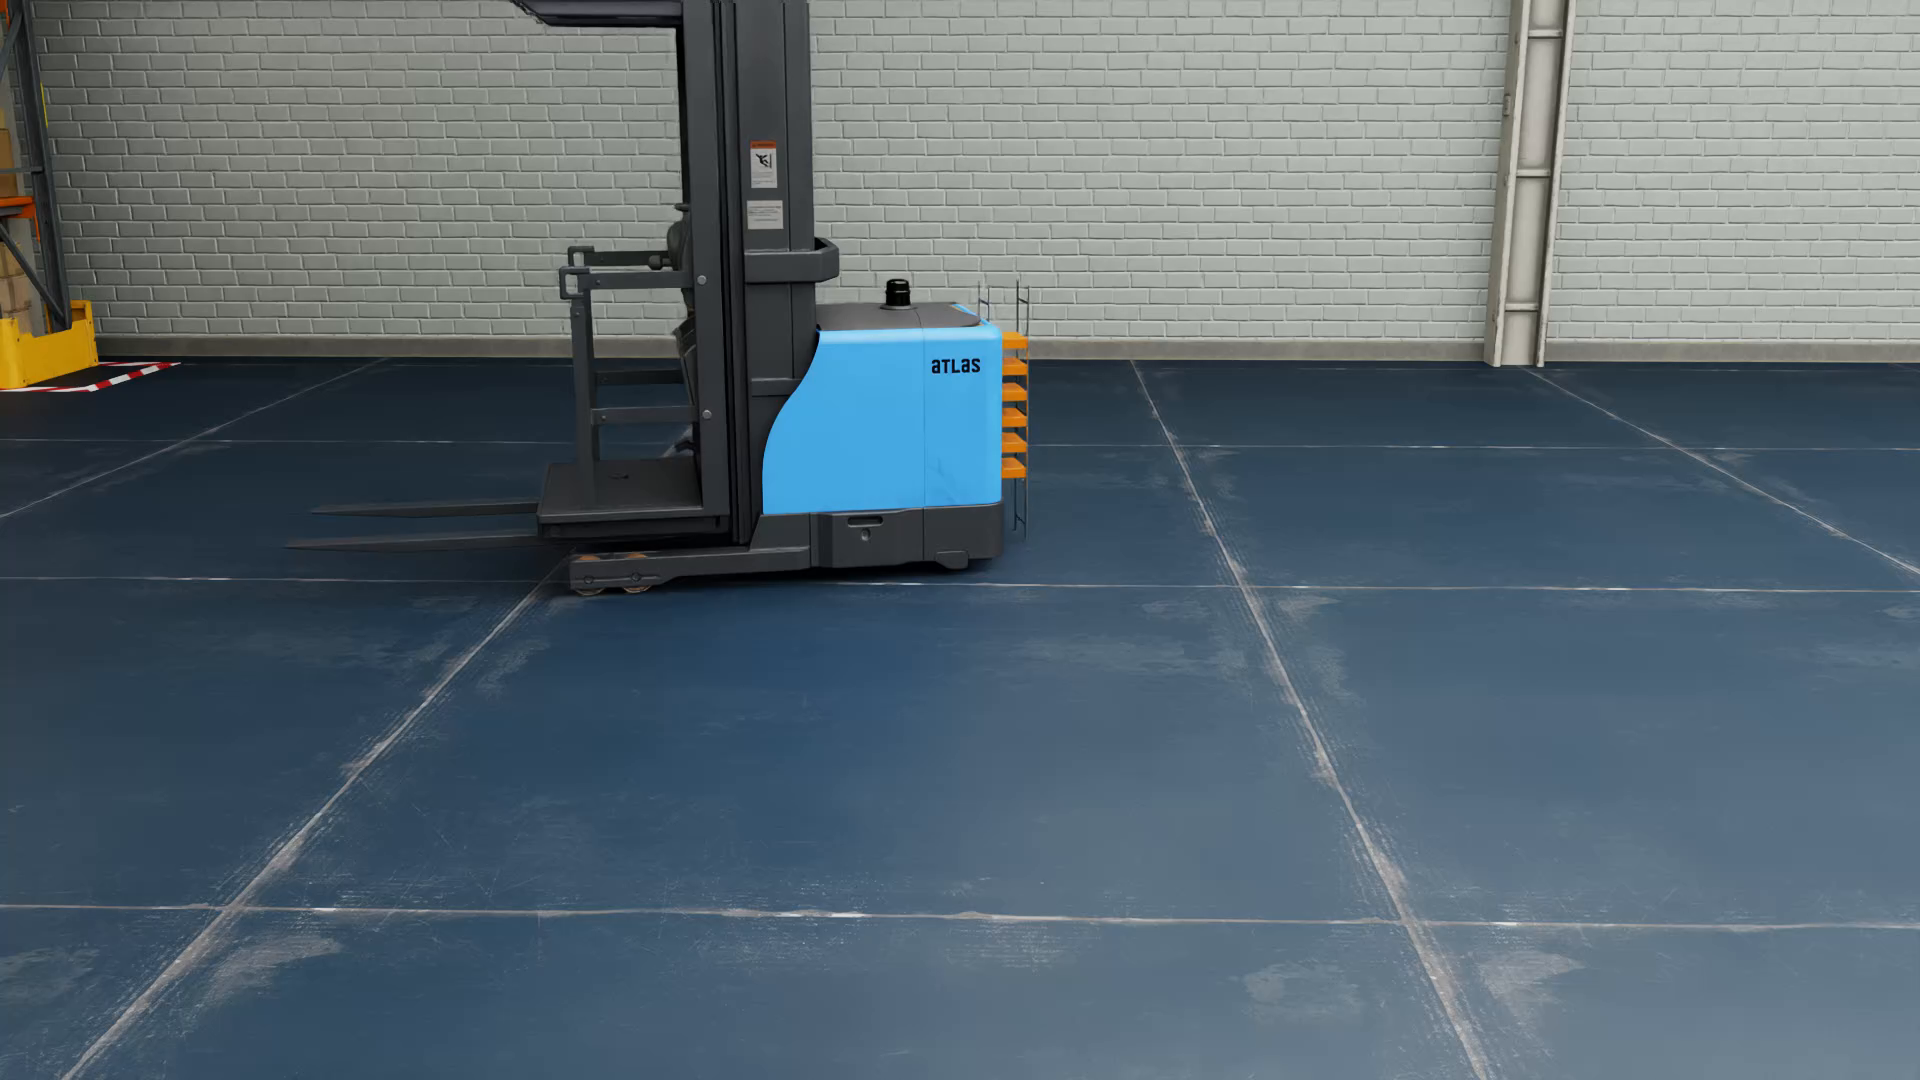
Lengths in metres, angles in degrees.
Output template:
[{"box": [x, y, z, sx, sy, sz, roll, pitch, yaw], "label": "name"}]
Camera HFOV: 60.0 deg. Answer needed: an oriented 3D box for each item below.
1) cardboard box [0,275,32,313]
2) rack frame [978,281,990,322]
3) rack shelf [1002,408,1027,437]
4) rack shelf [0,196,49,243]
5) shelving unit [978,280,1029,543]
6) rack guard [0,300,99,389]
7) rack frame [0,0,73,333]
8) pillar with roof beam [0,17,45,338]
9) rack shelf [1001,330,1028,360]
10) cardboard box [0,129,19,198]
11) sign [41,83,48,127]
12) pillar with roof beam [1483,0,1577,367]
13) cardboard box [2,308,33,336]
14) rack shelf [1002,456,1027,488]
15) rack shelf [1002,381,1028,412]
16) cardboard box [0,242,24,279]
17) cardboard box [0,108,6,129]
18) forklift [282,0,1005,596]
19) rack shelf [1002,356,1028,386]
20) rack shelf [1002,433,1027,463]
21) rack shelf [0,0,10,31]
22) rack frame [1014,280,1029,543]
[{"box": [-7.427, -1.858, 12.589, 0.500, 0.250, 0.500, 1, 15, 2], "label": "cardboard box"}, {"box": [0.107, -0.587, 7.712, 0.006, 1.200, 0.240, -3, 15, -11], "label": "rack frame"}, {"box": [0.197, -0.548, 7.740, 0.180, 0.103, 0.258, -3, 15, -11], "label": "rack shelf"}, {"box": [-8.961, -2.352, 12.285, 4.000, 0.370, 1.077, 0, 15, 1], "label": "rack shelf"}, {"box": [0.197, -0.591, 7.729, 0.189, 1.200, 0.258, -3, 15, -11], "label": "shelving unit"}, {"box": [-6.938, -1.478, 12.462, 0.348, 0.500, 1.175, 0, 15, 1], "label": "rack guard"}, {"box": [-6.962, -2.687, 12.143, 0.127, 3.000, 1.000, 0, 15, 1], "label": "rack frame"}, {"box": [-7.745, -4.724, 8.105, 0.400, 9.000, 9.100, 0, 15, 1], "label": "pillar with roof beam"}, {"box": [0.197, -0.896, 7.649, 0.180, 0.103, 0.258, -3, 15, -11], "label": "rack shelf"}, {"box": [-7.450, -2.809, 12.411, 0.500, 0.500, 0.500, 1, 15, 3], "label": "cardboard box"}, {"box": [-6.942, -3.285, 12.559, 0.005, 0.325, 0.100, 0, 15, 1], "label": "sign"}, {"box": [4.251, -4.646, 7.809, 0.400, 9.000, 9.100, 0, 15, 1], "label": "pillar with roof beam"}, {"box": [-7.448, -1.613, 12.642, 0.500, 0.250, 0.500, 0, 15, 2], "label": "cardboard box"}, {"box": [0.197, -0.316, 7.802, 0.180, 0.103, 0.258, -3, 15, -11], "label": "rack shelf"}, {"box": [0.197, -0.664, 7.710, 0.180, 0.103, 0.258, -3, 15, -11], "label": "rack shelf"}, {"box": [-7.438, -2.095, 12.508, 0.500, 0.250, 0.500, 0, 15, 1], "label": "cardboard box"}, {"box": [-7.295, -3.117, 12.307, 0.250, 0.149, 0.380, 0, 15, 0], "label": "cardboard box"}, {"box": [-1.373, -1.330, 7.137, 3.031, 2.935, 1.130, -3, 15, -11], "label": "forklift"}, {"box": [0.197, -0.780, 7.679, 0.180, 0.103, 0.258, -3, 15, -11], "label": "rack shelf"}, {"box": [0.197, -0.432, 7.771, 0.180, 0.103, 0.258, -3, 15, -11], "label": "rack shelf"}, {"box": [-8.961, -3.802, 11.902, 4.000, 0.370, 1.077, 0, 15, 1], "label": "rack shelf"}, {"box": [0.287, -0.596, 7.746, 0.006, 1.200, 0.240, -3, 15, -11], "label": "rack frame"}]
